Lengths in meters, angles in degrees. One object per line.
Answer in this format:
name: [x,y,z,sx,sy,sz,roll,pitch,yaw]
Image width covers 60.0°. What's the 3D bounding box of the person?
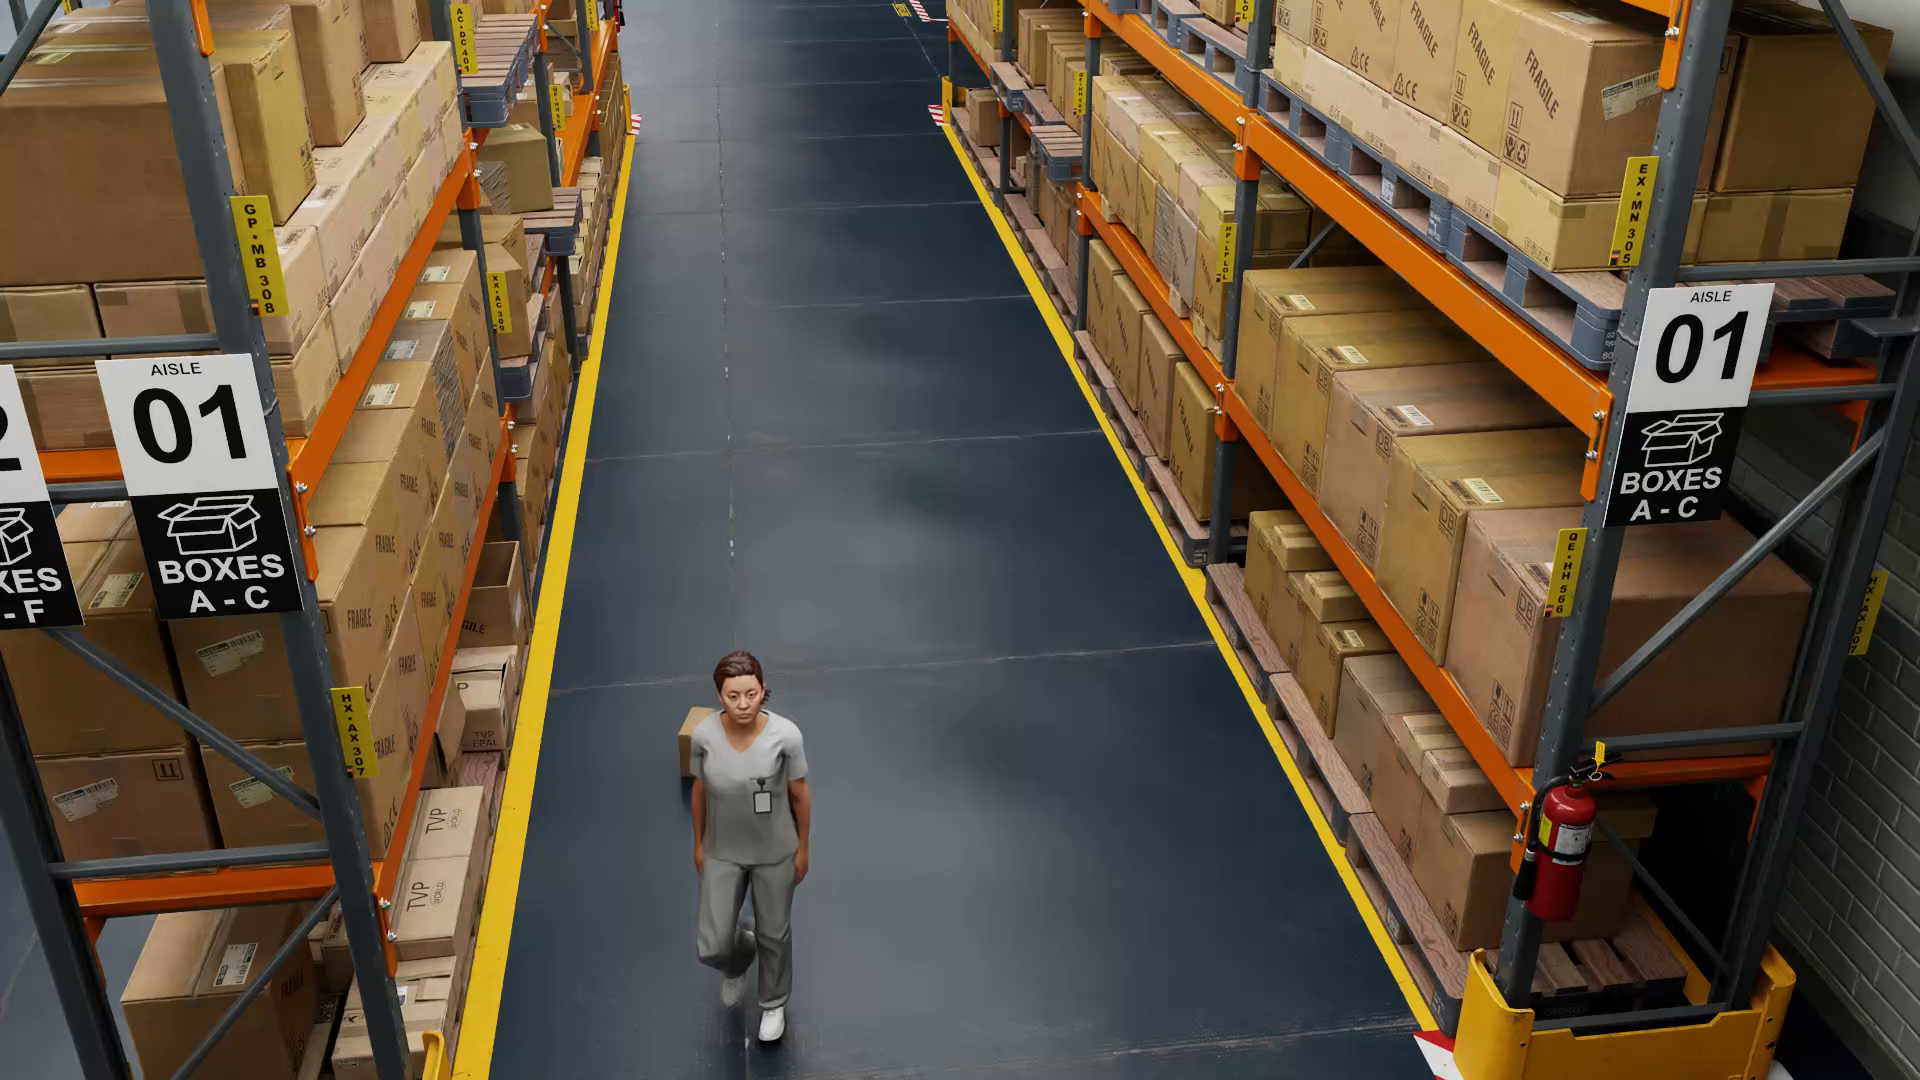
person: [-0.788,1.187,6.279,0.458,1.647,0.464,0,27,0]
